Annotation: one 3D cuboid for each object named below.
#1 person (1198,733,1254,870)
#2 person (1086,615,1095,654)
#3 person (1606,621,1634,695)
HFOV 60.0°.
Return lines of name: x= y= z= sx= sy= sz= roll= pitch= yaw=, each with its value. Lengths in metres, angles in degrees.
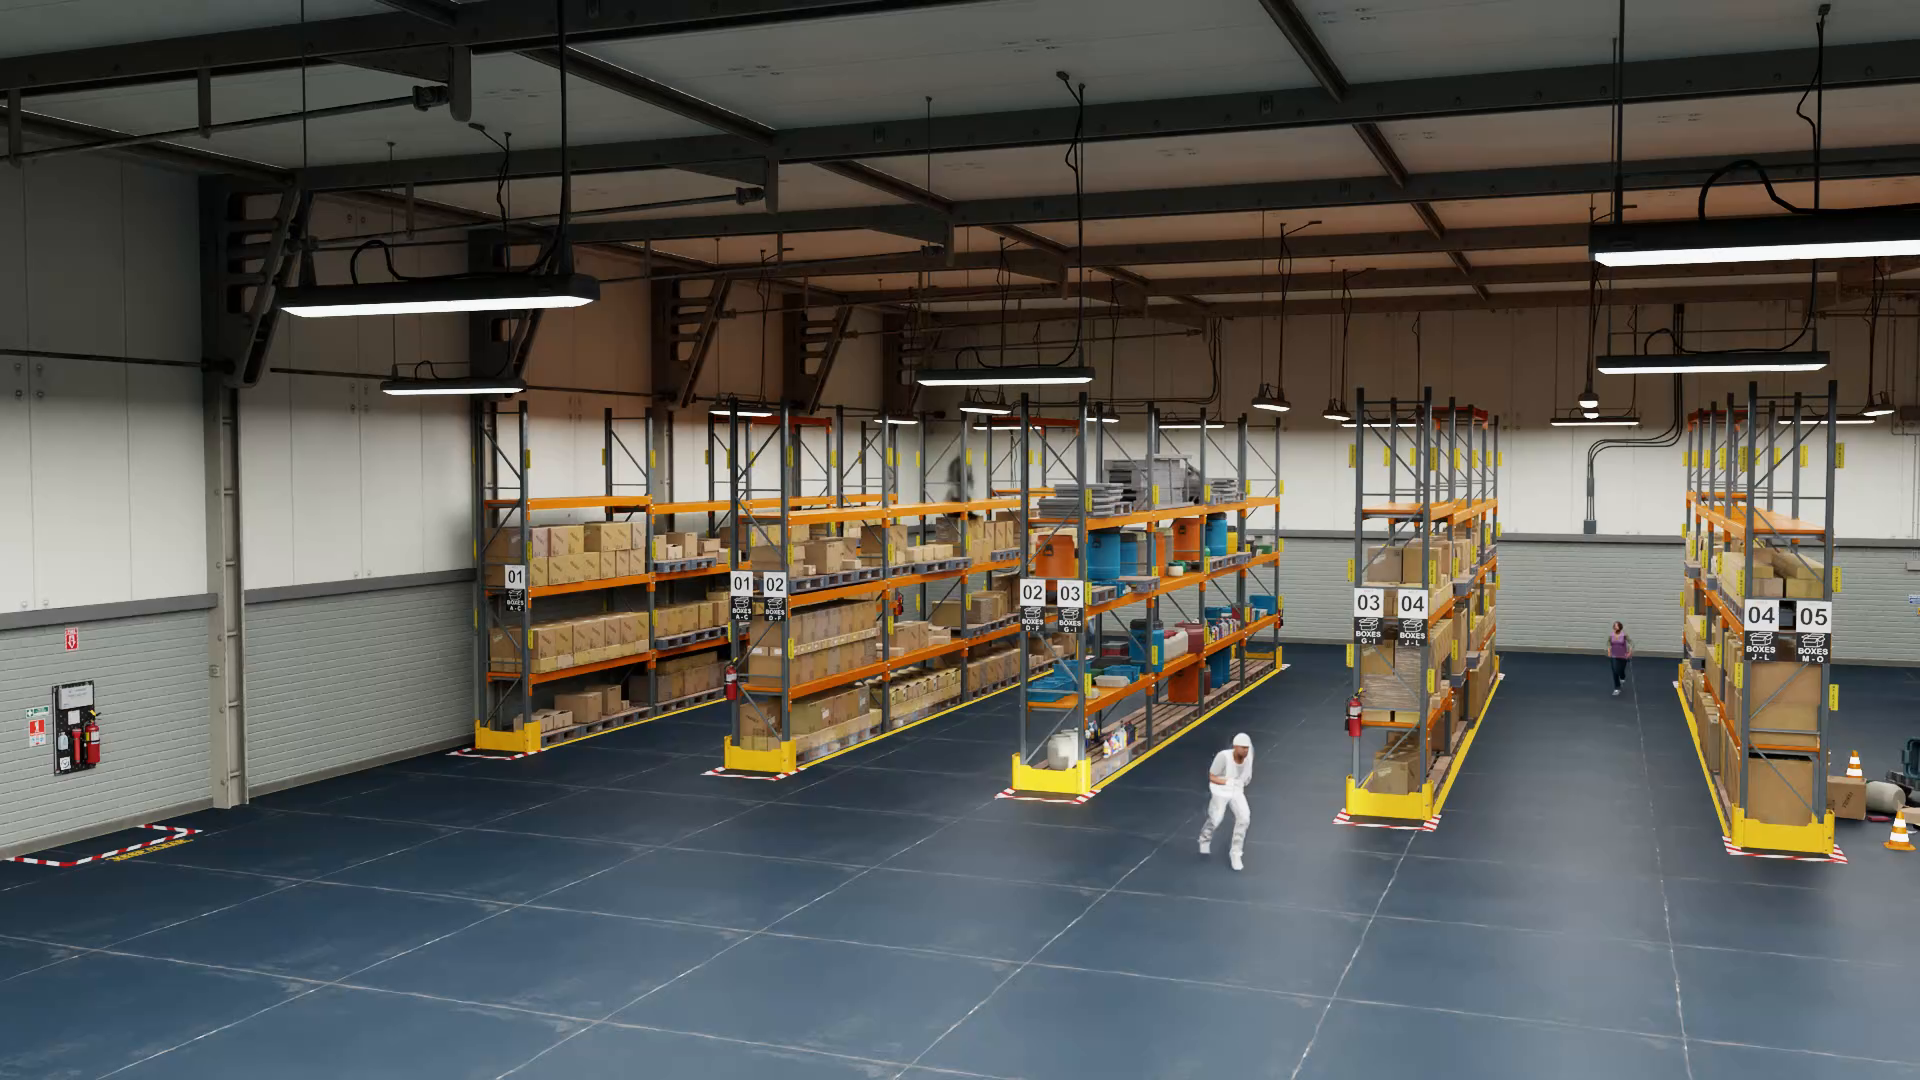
person: x=3.301 y=3.192 z=20.558 sx=0.729 sy=1.718 sz=1.017 roll=-1 pitch=3 yaw=-24
person: x=3.299 y=2.065 z=42.747 sx=0.691 sy=1.796 sz=0.693 roll=3 pitch=4 yaw=45
person: x=14.060 y=2.510 z=35.434 sx=0.556 sy=1.574 sz=0.608 roll=2 pitch=3 yaw=36
